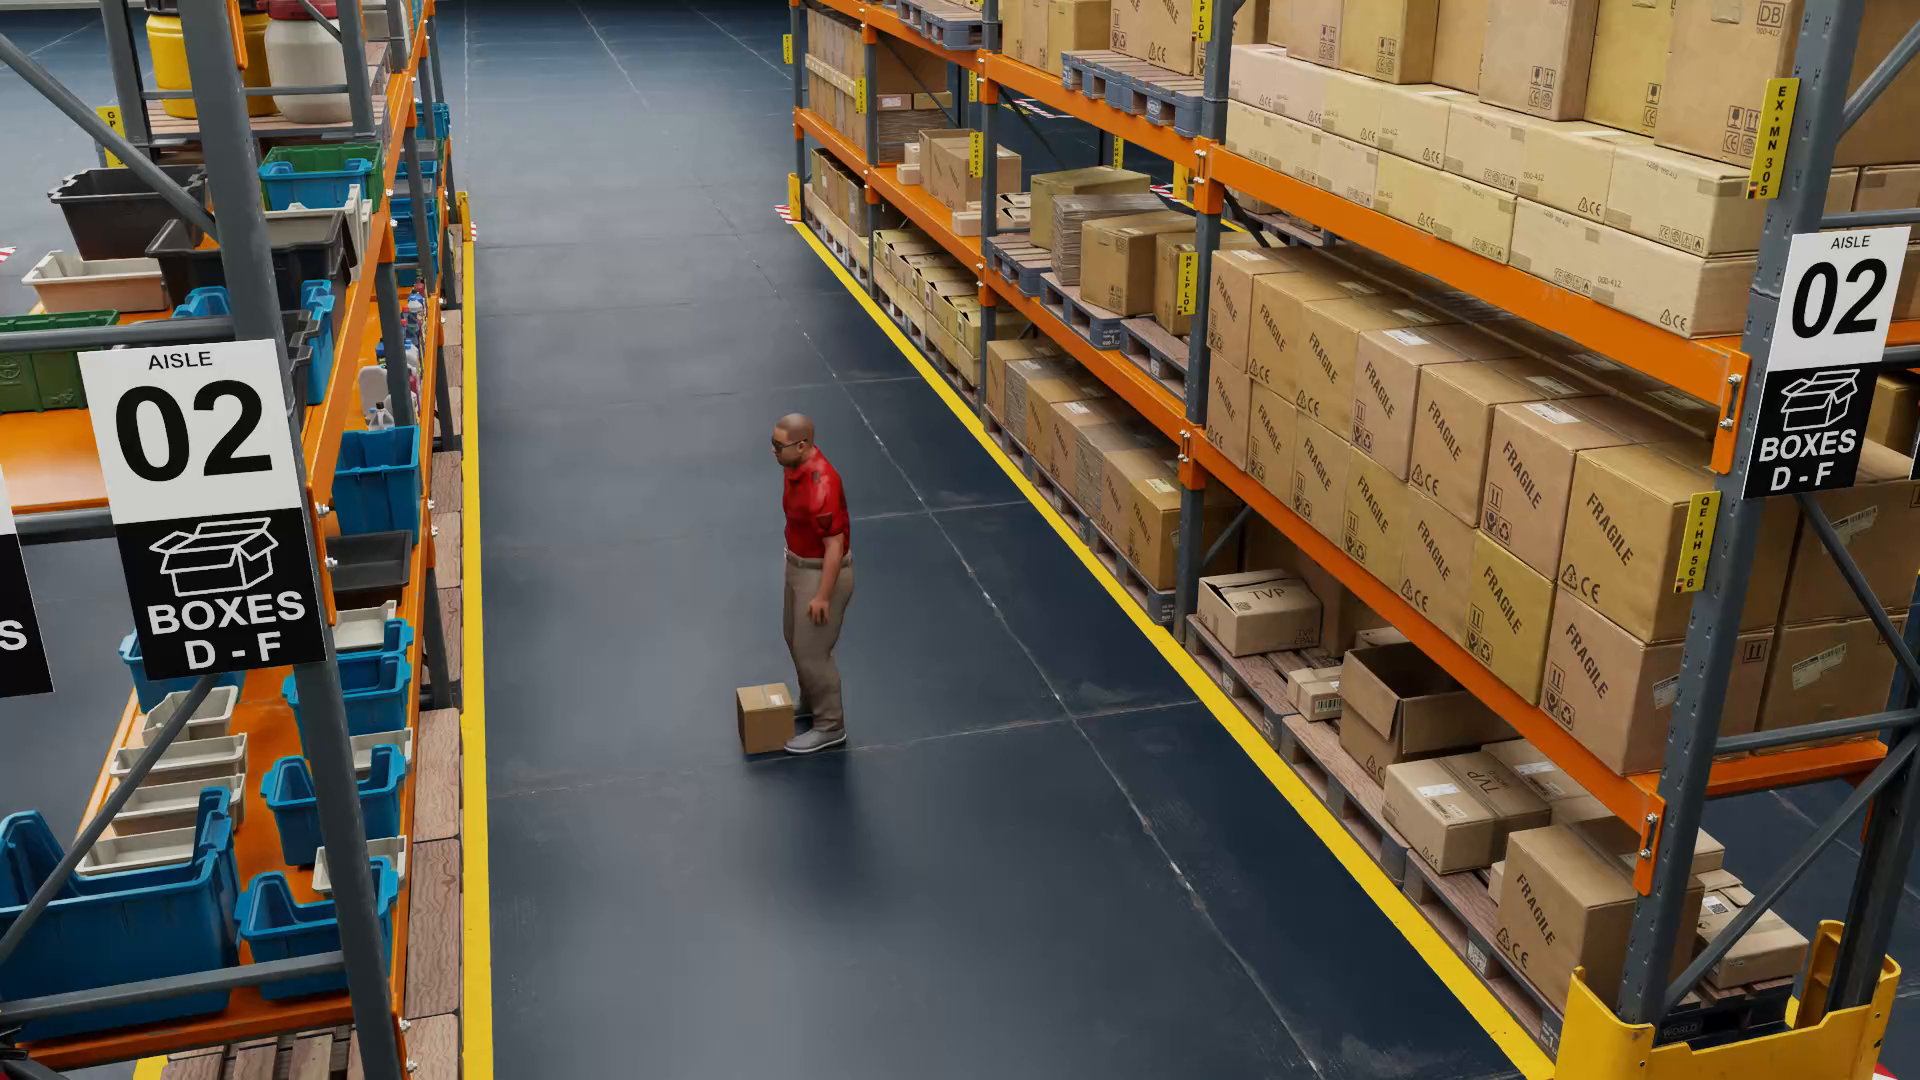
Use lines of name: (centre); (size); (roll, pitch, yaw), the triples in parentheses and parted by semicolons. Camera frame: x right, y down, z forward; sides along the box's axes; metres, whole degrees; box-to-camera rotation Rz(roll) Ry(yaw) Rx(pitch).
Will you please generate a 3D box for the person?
person: (-0.737, 0.189, 8.163); (0.401, 1.725, 0.597); (-8, 24, -17)
